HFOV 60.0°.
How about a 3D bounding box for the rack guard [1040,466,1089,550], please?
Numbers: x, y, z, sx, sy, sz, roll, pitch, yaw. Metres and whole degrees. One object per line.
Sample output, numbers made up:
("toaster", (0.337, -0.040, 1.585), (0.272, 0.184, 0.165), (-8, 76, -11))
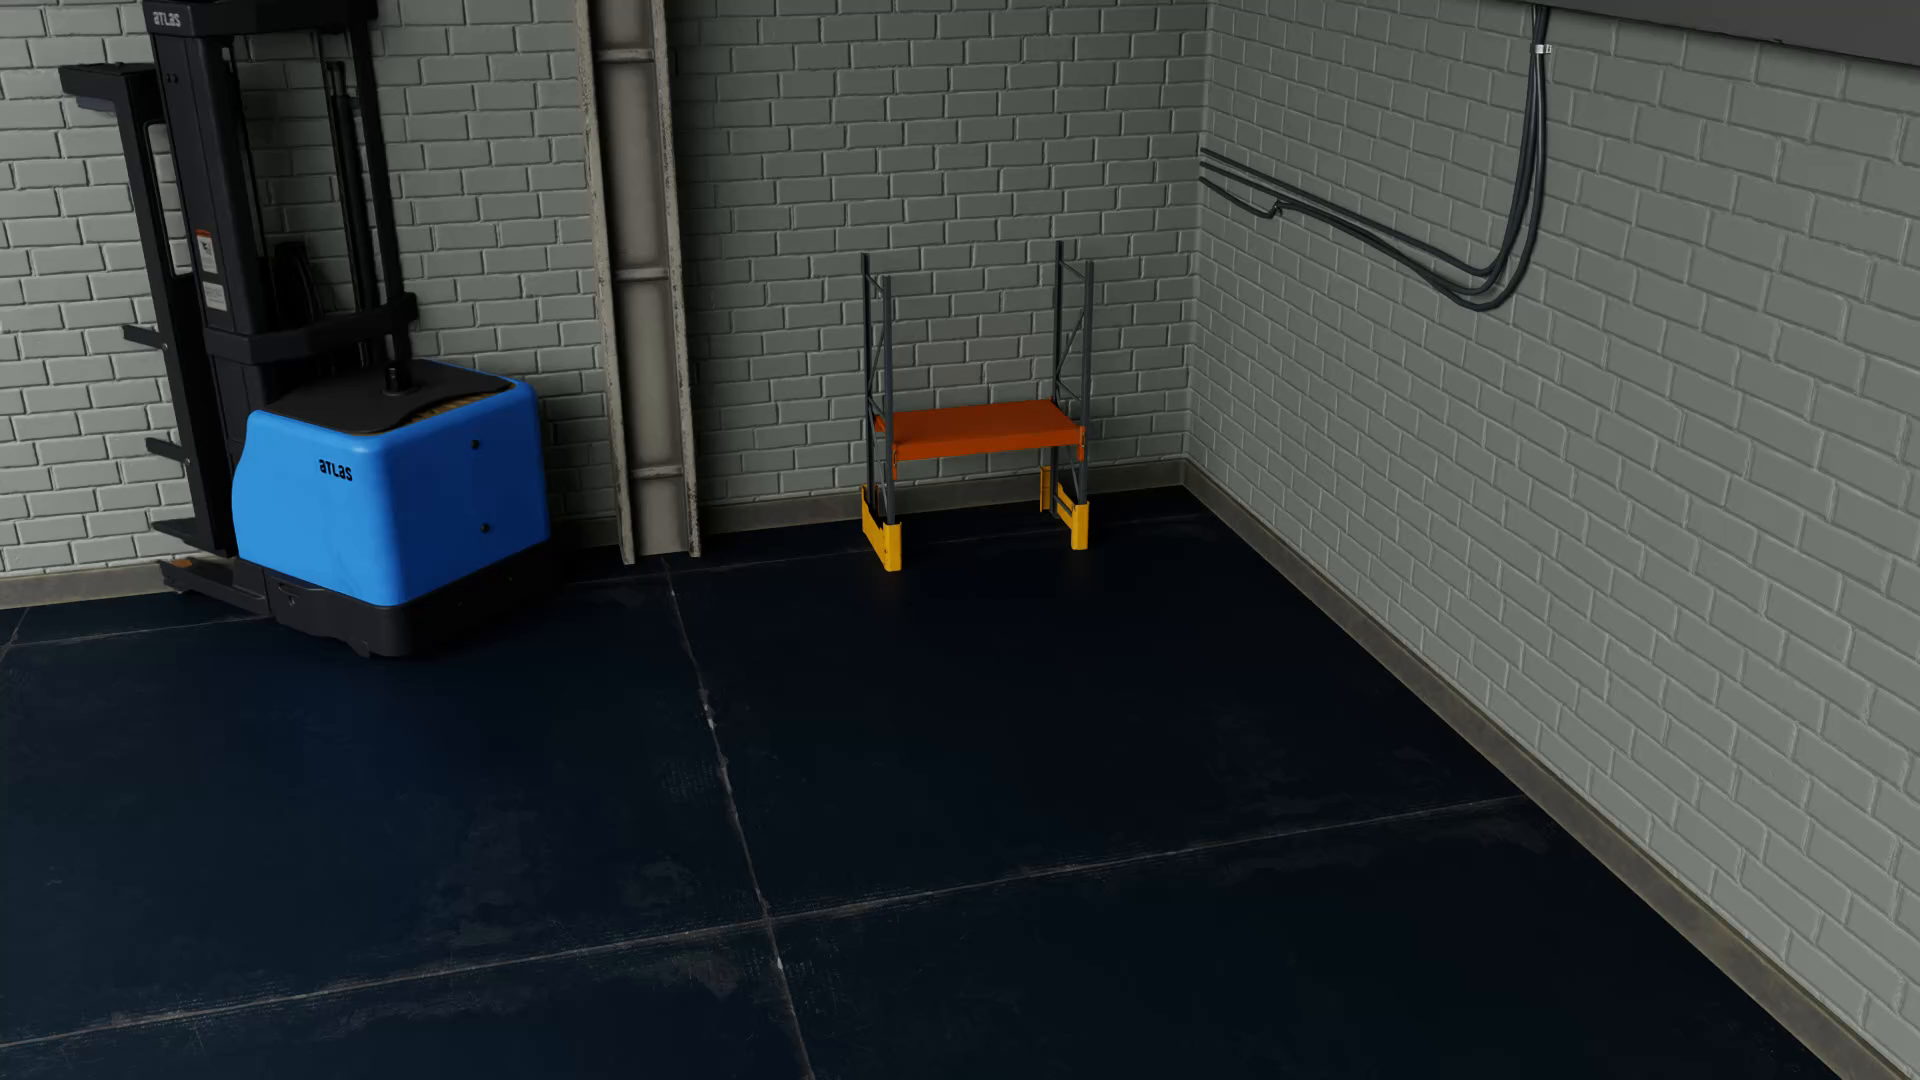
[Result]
("rack guard", (0.553, -0.176, 8.843), (0.087, 0.250, 0.587), (-6, 24, -14))

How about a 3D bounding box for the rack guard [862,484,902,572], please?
("rack guard", (-0.406, -0.070, 8.596), (0.087, 0.250, 0.587), (-6, 24, -14))

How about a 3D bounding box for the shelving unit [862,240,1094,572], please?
("shelving unit", (0.073, -0.697, 8.473), (1.083, 1.500, 0.587), (-6, 24, -14))

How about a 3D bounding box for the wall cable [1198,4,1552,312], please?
("wall cable", (1.634, -2.475, 7.043), (0.112, 2.526, 3.097), (-6, 24, -14))

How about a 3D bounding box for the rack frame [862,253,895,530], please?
("rack frame", (-0.407, -0.644, 8.349), (0.032, 1.500, 0.500), (-6, 24, -14))

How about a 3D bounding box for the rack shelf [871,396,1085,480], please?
("rack shelf", (0.082, -0.533, 8.546), (1.000, 0.185, 0.538), (-6, 24, -14))

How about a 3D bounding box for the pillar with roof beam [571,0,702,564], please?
("pillar with roof beam", (-0.397, -2.455, 3.060), (0.400, 9.000, 9.100), (-6, 24, -14))

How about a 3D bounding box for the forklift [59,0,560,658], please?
("forklift", (-3.468, -1.246, 7.936), (3.031, 2.935, 1.130), (14, 27, 30))

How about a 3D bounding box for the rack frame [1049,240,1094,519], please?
("rack frame", (0.572, -0.752, 8.602), (0.032, 1.500, 0.500), (-6, 24, -14))
